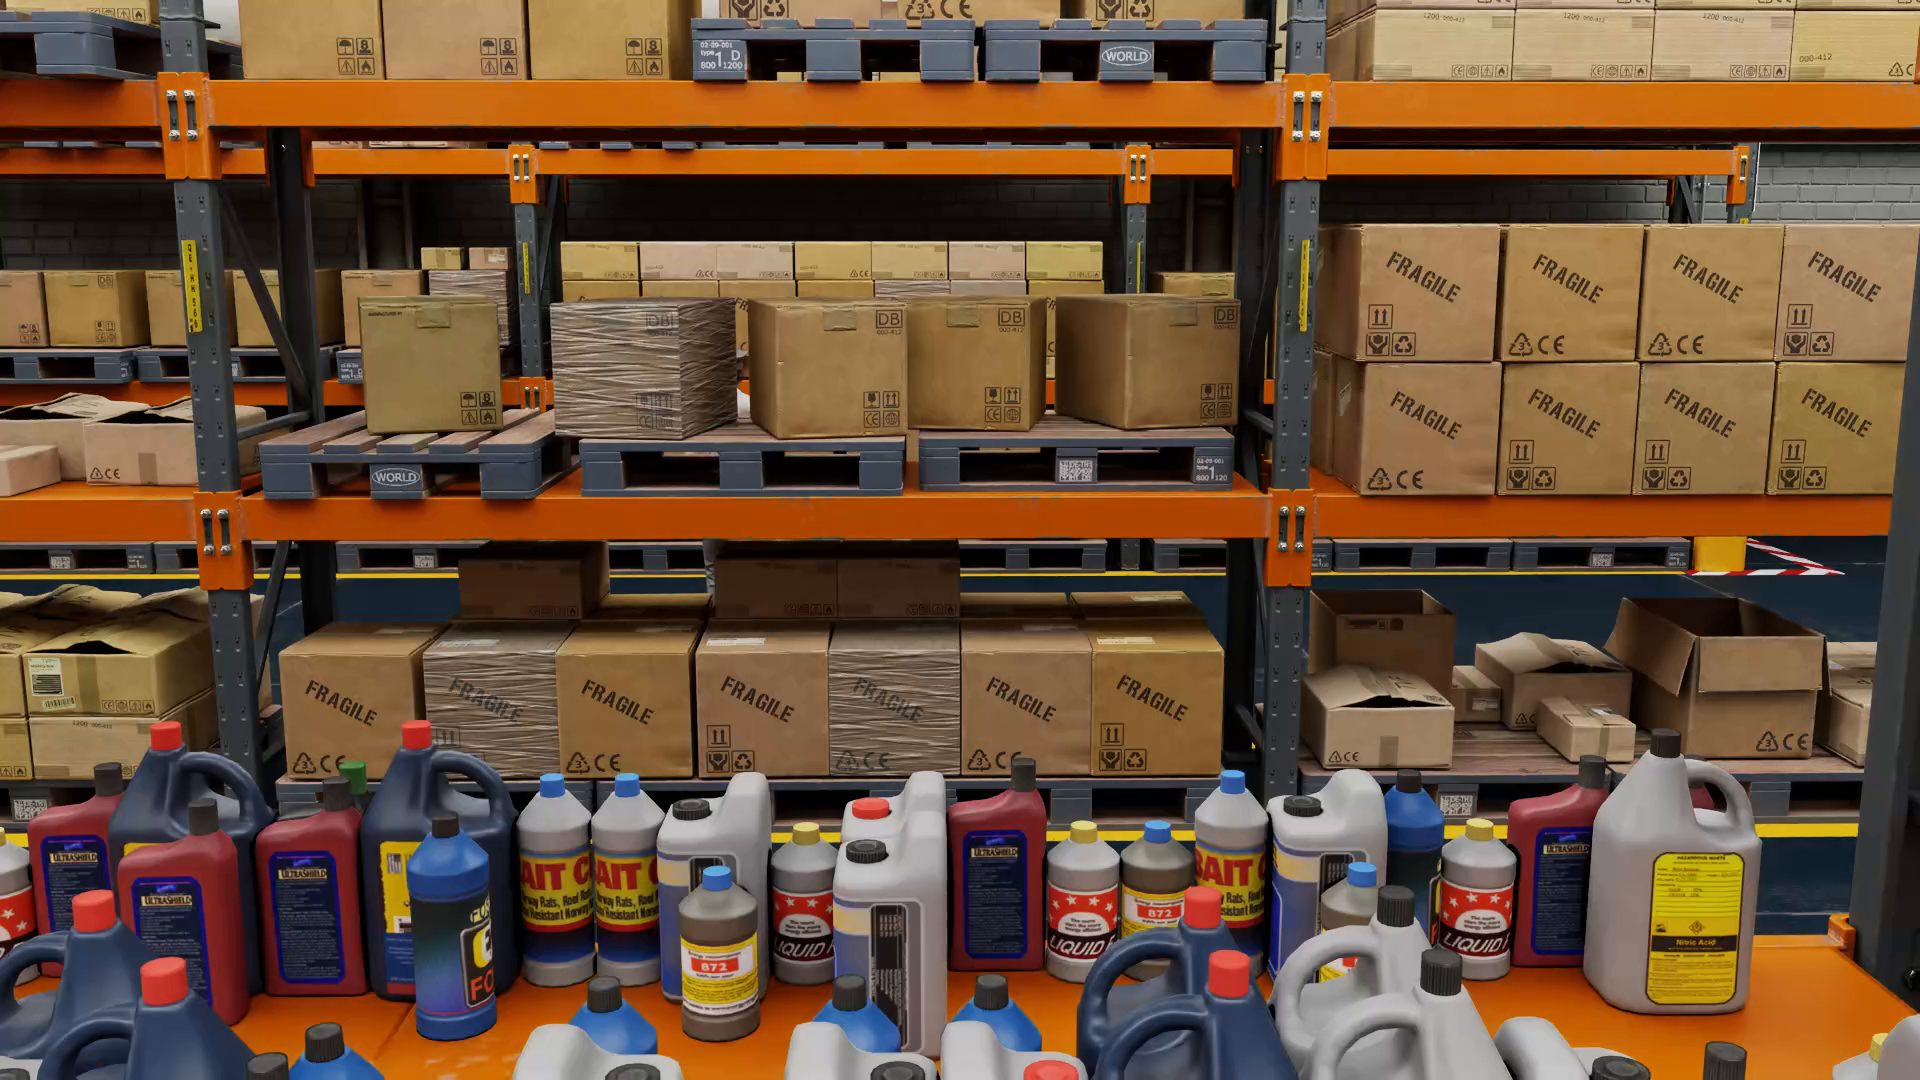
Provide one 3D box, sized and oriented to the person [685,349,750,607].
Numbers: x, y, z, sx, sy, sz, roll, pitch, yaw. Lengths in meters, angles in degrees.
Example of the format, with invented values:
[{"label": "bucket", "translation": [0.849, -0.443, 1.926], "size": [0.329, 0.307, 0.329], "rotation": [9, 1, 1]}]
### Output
[{"label": "person", "translation": [-1.215, -0.188, 8.931], "size": [0.541, 1.661, 0.375], "rotation": [-1, 11, -5]}]
